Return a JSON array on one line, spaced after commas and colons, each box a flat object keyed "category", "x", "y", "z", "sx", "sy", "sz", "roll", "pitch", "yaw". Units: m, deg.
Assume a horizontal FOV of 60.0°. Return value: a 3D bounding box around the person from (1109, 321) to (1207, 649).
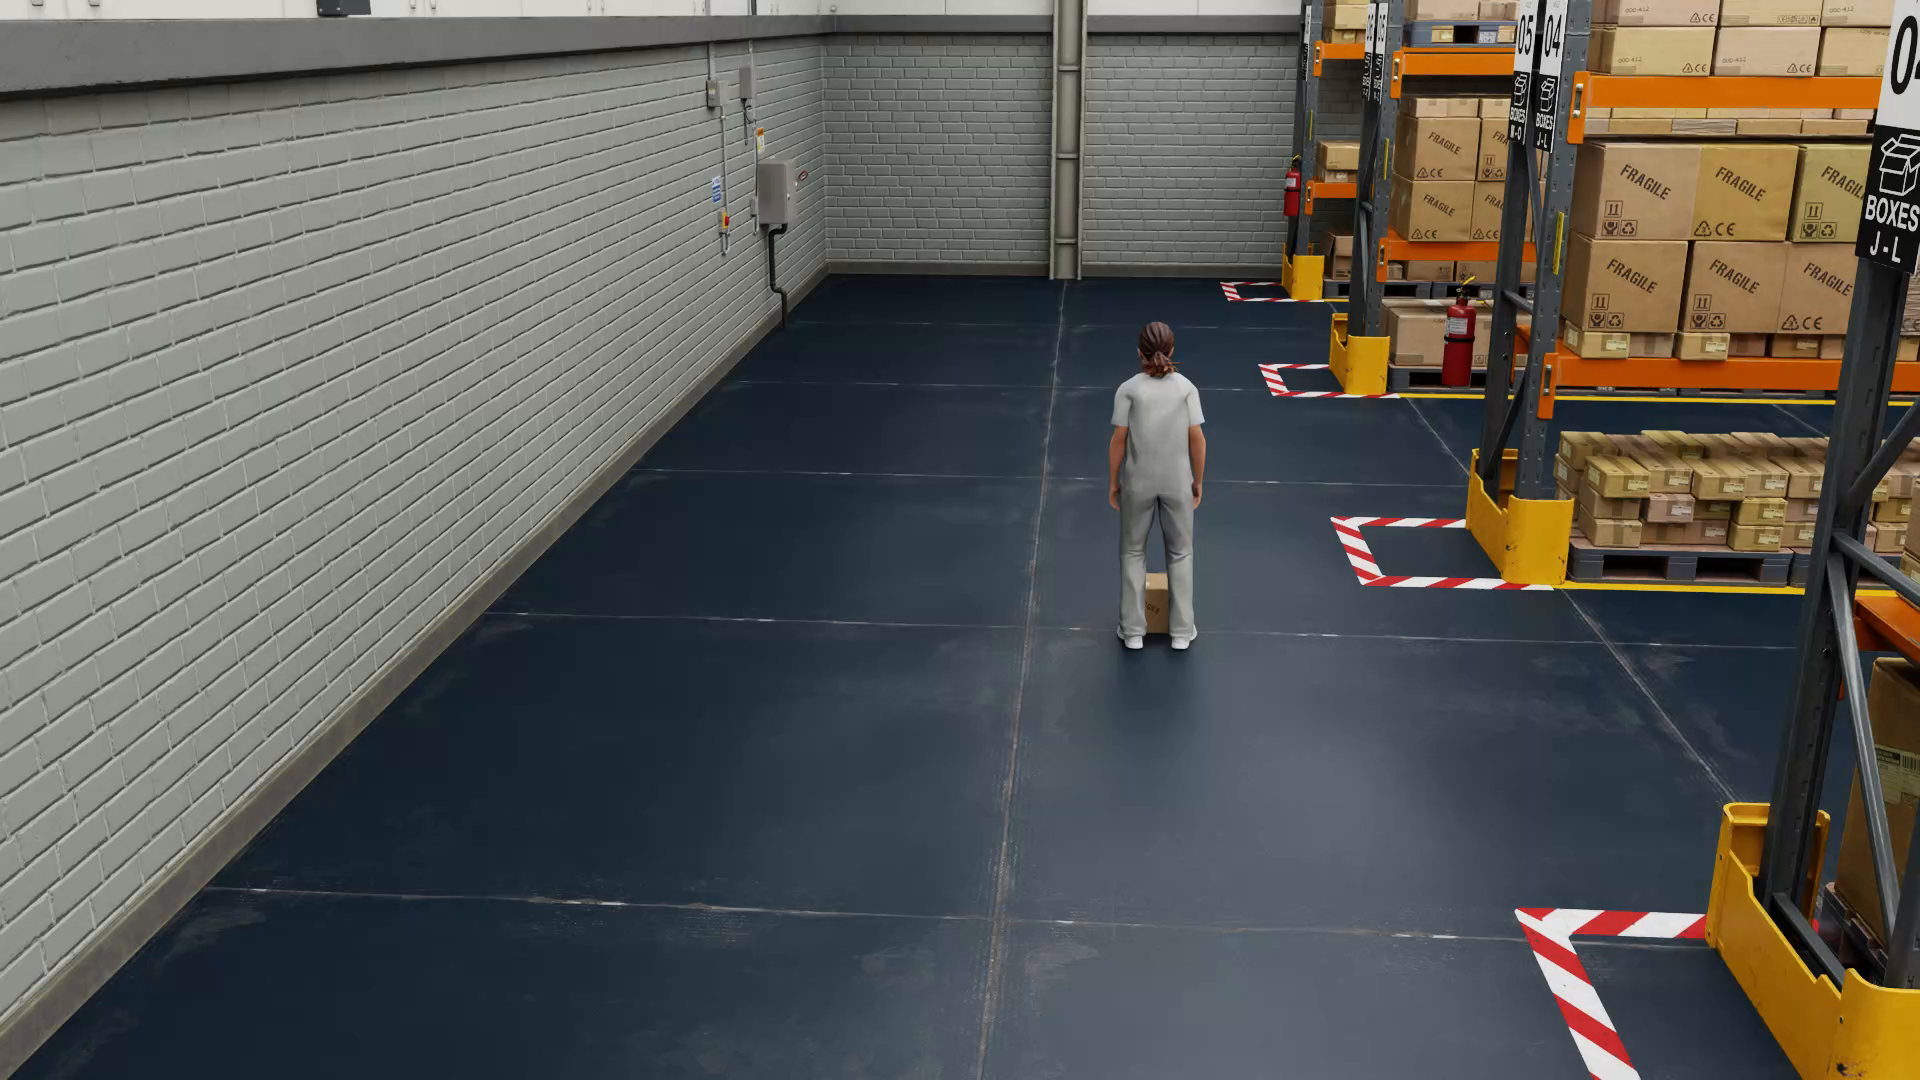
[{"category": "person", "x": 0.994, "y": -0.268, "z": 8.398, "sx": 0.488, "sy": 1.673, "sz": 0.355, "roll": 1, "pitch": 18, "yaw": 4}]
